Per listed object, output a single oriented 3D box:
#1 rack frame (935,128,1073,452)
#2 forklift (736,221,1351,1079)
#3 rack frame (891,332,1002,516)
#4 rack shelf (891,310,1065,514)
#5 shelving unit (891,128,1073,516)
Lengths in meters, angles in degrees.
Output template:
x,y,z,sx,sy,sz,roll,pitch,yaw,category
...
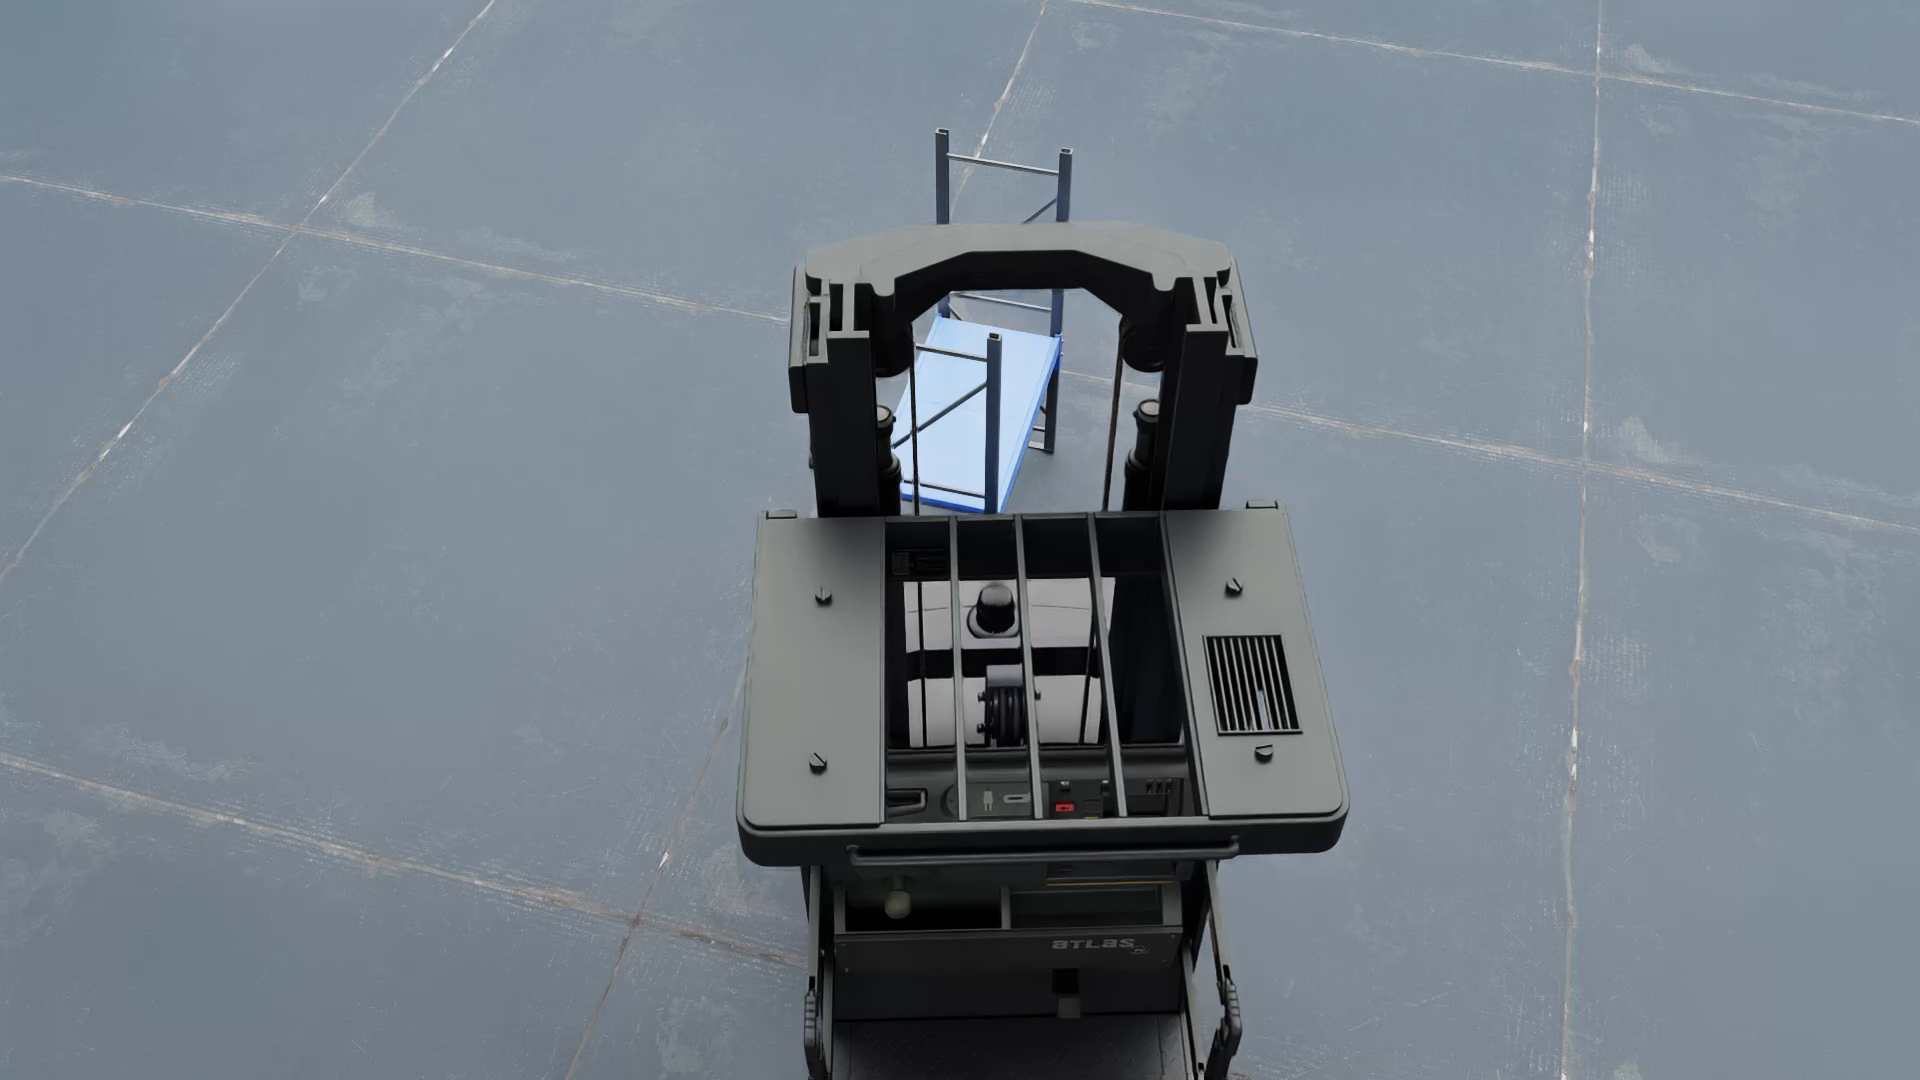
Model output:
x,y,z,sx,sy,sz,roll,pitch,yaw,category
0.156,-0.926,6.486,0.500,1.500,0.032,12,50,10,rack frame
0.137,0.837,3.975,1.130,2.935,3.031,-1,49,-1,forklift
-0.111,-0.190,5.836,0.500,1.500,0.032,12,50,10,rack frame
0.022,-0.439,6.296,0.538,0.185,1.000,12,50,10,rack shelf
0.022,-0.558,6.161,0.538,1.500,1.048,12,50,10,shelving unit
